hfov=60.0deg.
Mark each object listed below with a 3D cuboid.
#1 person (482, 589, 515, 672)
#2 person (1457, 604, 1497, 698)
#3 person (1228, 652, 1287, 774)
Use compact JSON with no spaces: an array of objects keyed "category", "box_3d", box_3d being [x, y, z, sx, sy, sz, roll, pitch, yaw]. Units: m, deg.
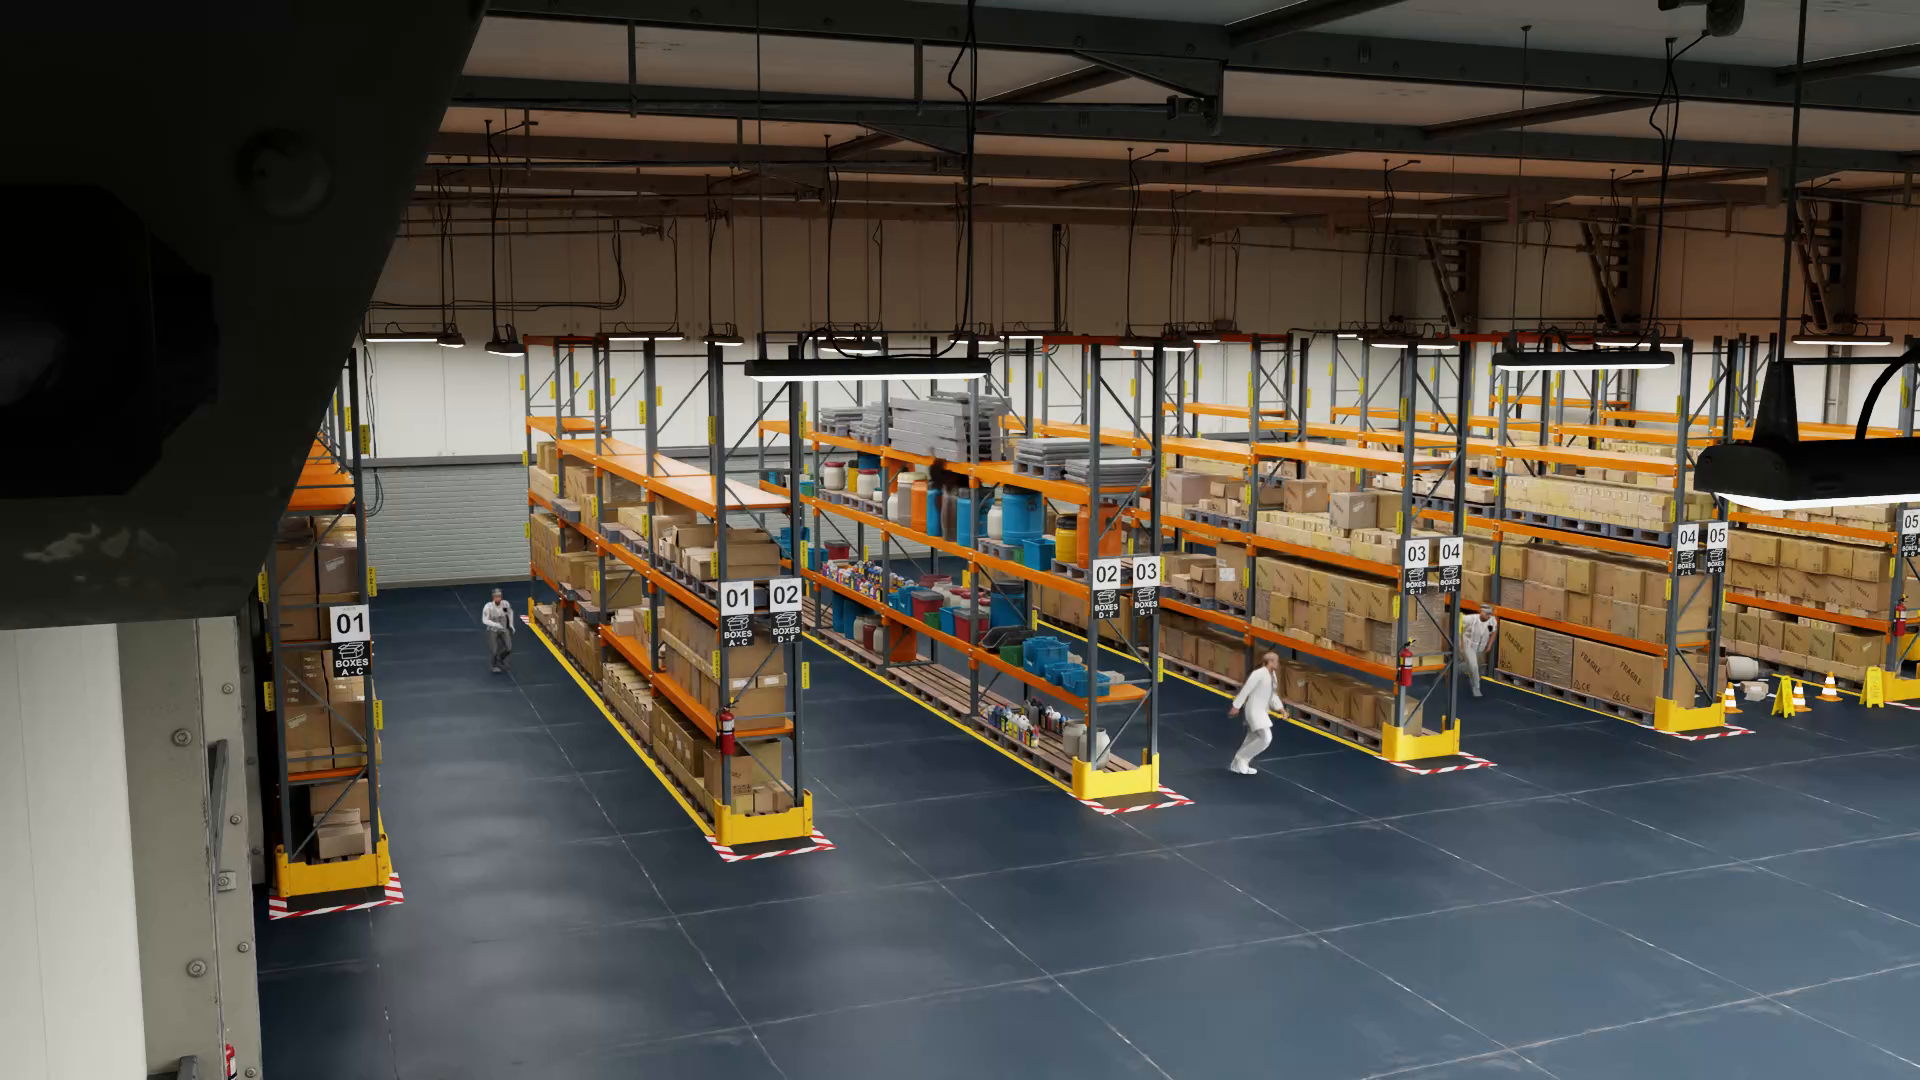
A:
[{"category":"person","box_3d":[-8.233,1.616,29.685,0.606,1.575,0.746,-5,9,-31]},{"category":"person","box_3d":[8.685,1.808,28.229,0.659,1.599,1.073,-2,8,-14]},{"category":"person","box_3d":[4.152,2.405,23.132,0.708,1.726,0.695,4,9,29]}]
